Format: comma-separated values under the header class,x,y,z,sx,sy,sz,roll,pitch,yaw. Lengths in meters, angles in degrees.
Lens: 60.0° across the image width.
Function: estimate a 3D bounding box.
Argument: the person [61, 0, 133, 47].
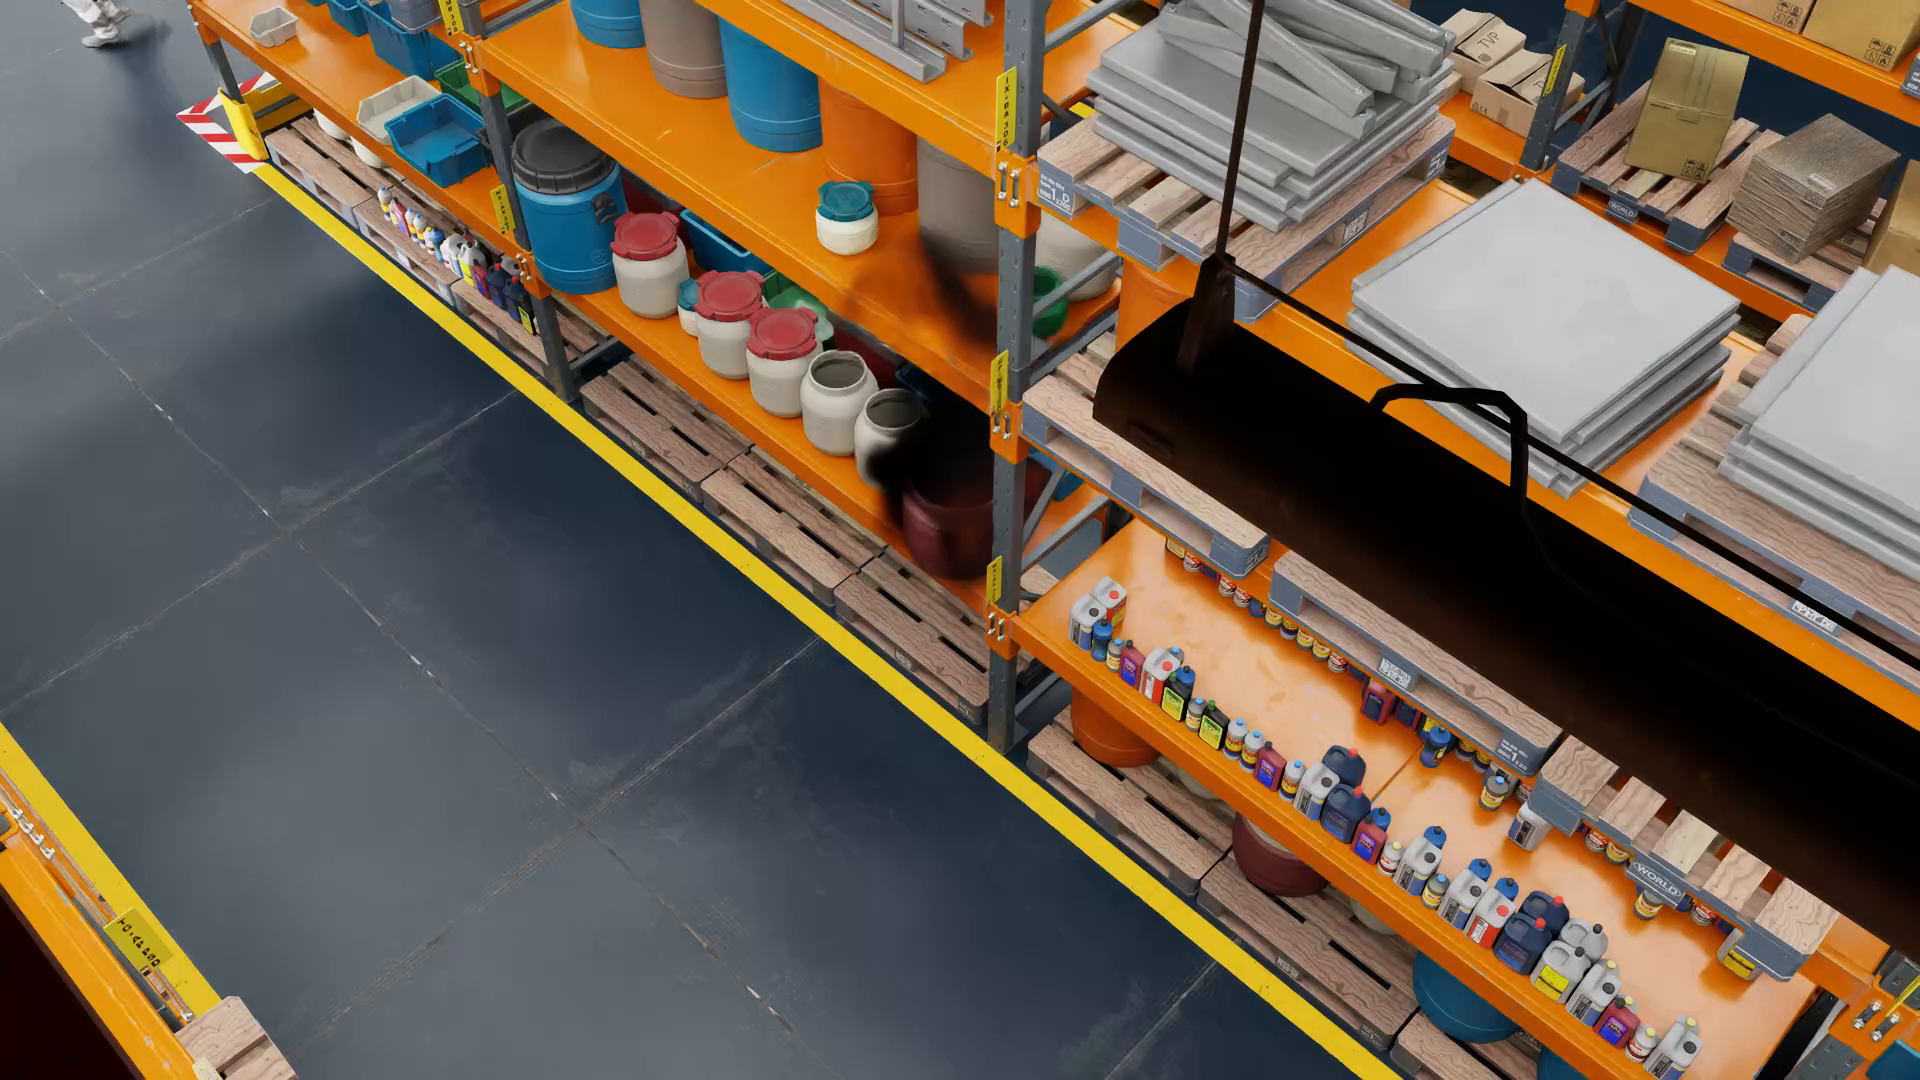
class,x,y,z,sx,sy,sz,roll,pitch,yaw
person,-7.234,-4.709,13.204,0.592,1.748,0.696,10,51,8
